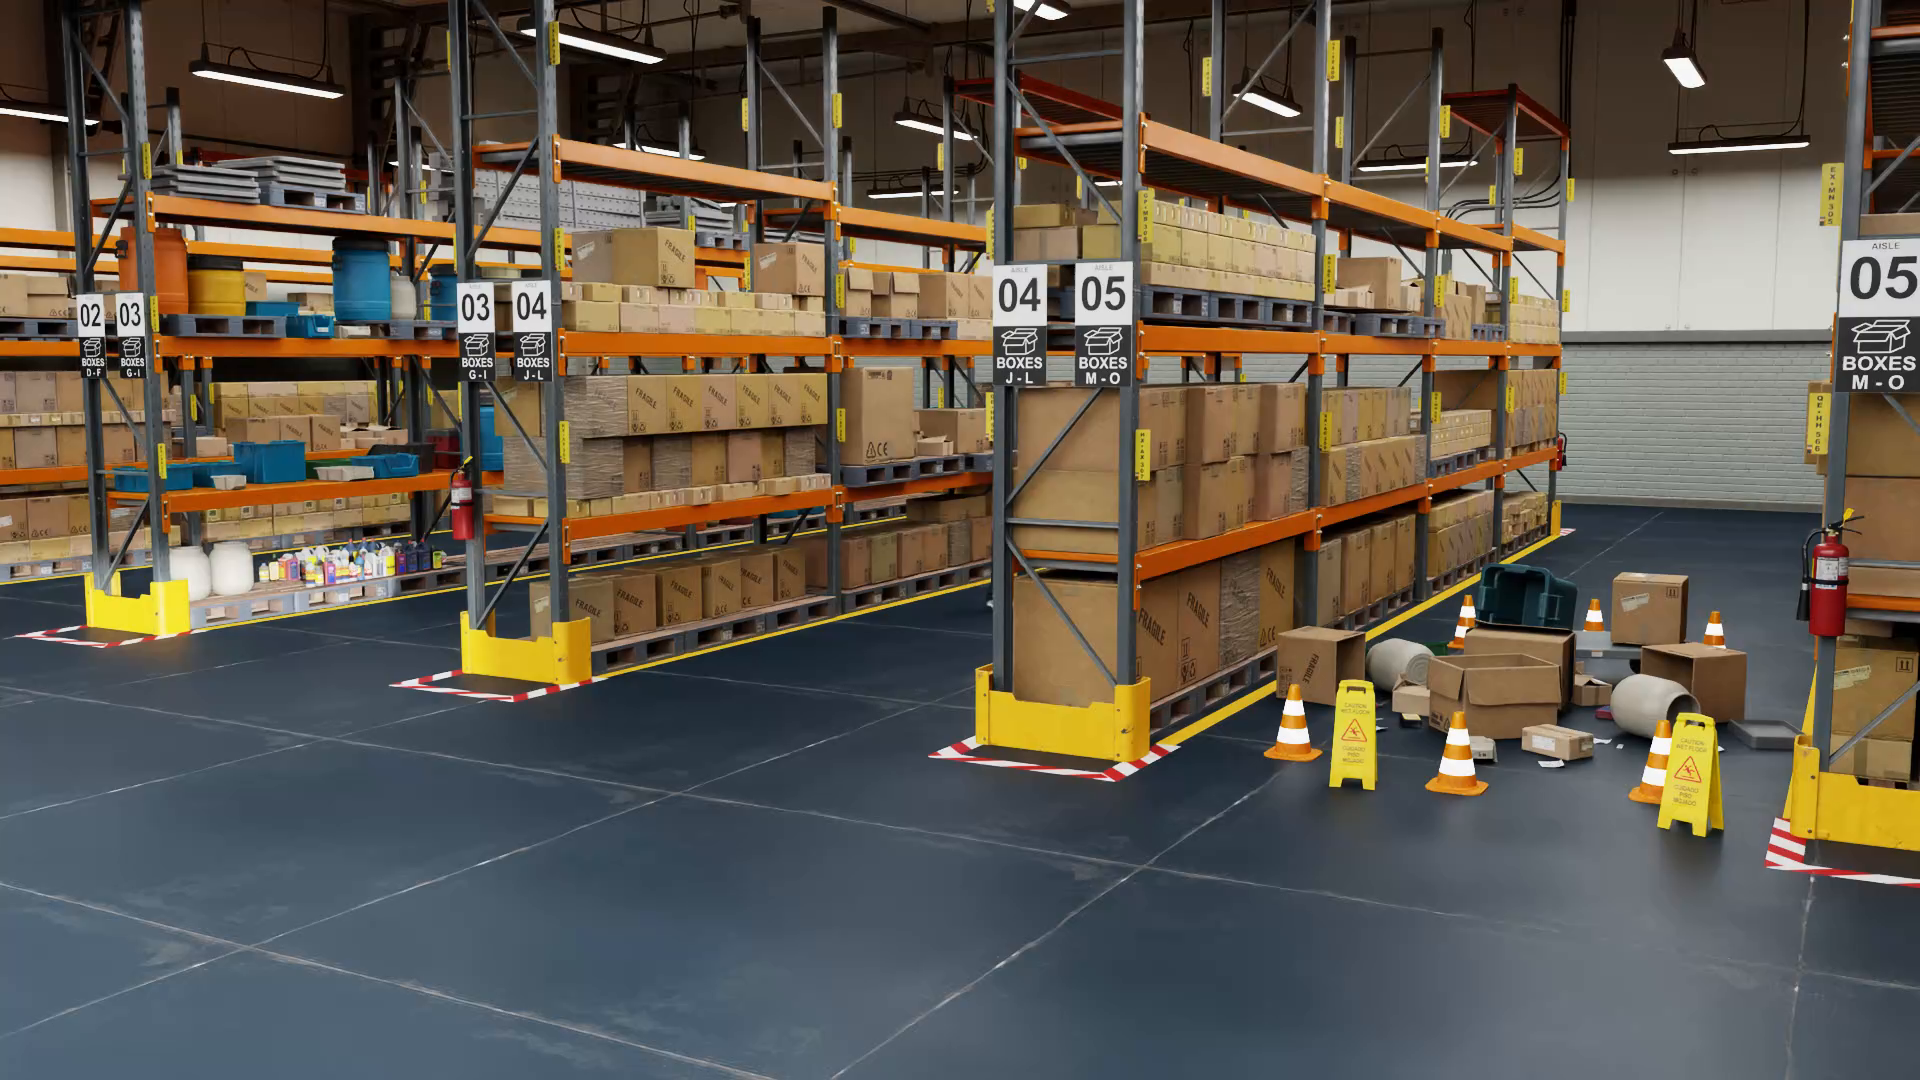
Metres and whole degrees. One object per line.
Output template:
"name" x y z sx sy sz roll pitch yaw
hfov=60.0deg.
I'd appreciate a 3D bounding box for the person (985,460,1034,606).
"person" 0.575 -0.056 17.162 0.630 1.614 0.443 0 6 -2
